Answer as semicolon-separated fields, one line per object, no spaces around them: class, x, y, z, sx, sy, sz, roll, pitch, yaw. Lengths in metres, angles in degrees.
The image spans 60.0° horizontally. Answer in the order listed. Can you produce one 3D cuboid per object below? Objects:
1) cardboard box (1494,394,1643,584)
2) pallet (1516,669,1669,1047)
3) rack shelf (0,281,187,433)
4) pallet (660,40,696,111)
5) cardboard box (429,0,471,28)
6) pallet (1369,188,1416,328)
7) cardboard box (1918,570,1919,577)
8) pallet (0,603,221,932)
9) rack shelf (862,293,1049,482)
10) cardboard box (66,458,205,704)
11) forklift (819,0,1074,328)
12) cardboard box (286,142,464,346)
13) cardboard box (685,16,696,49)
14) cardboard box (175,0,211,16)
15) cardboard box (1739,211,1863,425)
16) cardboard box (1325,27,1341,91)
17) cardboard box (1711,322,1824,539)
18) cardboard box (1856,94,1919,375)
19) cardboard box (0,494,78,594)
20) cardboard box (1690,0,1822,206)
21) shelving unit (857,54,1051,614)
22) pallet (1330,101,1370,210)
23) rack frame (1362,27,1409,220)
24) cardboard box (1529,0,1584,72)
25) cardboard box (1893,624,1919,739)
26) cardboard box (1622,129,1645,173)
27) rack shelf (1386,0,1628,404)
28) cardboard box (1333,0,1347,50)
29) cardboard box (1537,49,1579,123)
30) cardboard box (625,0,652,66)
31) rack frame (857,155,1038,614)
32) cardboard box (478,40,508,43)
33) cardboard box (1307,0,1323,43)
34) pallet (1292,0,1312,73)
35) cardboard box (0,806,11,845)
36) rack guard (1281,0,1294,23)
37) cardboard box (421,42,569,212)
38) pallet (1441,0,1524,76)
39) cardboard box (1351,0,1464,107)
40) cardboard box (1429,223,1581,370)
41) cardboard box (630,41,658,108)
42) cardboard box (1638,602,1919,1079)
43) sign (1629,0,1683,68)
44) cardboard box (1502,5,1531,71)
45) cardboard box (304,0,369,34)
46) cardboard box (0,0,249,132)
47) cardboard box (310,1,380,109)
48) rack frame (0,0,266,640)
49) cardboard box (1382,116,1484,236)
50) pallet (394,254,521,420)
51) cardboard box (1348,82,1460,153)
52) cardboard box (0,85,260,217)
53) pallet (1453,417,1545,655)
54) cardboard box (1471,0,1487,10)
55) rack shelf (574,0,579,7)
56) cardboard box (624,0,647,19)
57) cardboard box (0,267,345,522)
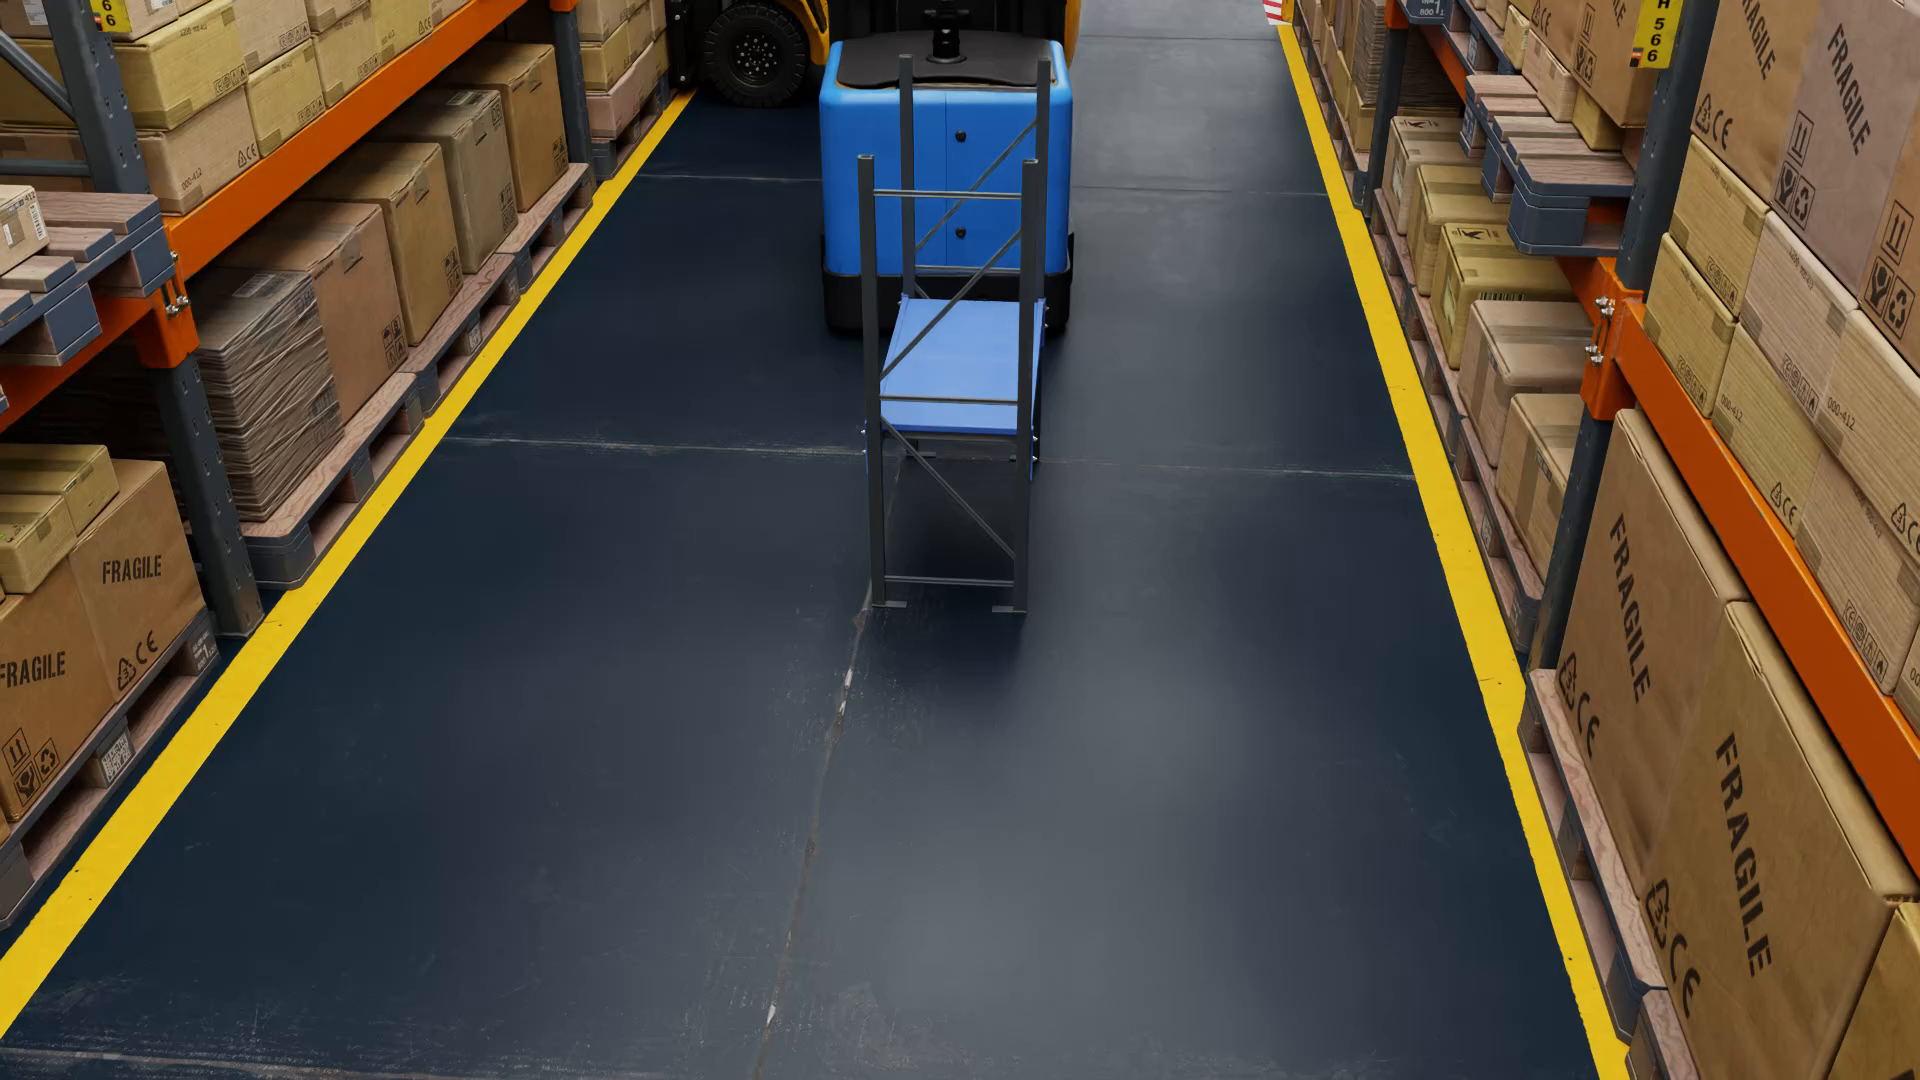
cardboard box;2.269;-0.161;5.256;0.950;0.372;0.625;0;32;1
pallet;2.074;0.791;4.266;1.003;0.211;1.213;2;32;4
rack shelf;-2.897;0.337;3.031;1.077;0.370;4.000;2;32;4
pallet;-2.205;-2.974;10.374;1.003;0.211;1.213;2;32;4
cardboard box;-2.295;-2.247;6.680;0.500;0.250;0.500;3;32;4
pallet;2.477;-1.303;7.663;1.003;0.211;1.213;2;32;4
cardboard box;1.776;0.095;2.403;0.500;0.250;0.500;3;32;5
pallet;-2.833;0.560;4.640;1.003;0.211;1.213;2;32;4
rack shelf;0.007;-0.530;5.523;0.538;0.185;1.000;2;32;4
cardboard box;-2.554;0.100;4.711;0.500;0.500;0.500;3;32;5
forklift;-0.062;-2.882;7.633;1.130;2.935;3.031;0;32;0
cardboard box;-2.570;-1.203;6.706;0.875;0.625;0.625;1;32;2
cardboard box;-1.926;-3.154;10.230;0.500;0.250;0.500;3;32;6
cardboard box;-2.394;-1.628;4.819;0.380;0.149;0.250;3;32;5
cardboard box;1.883;-0.430;3.255;0.500;0.250;0.500;3;32;5
cardboard box;2.399;-2.770;9.607;0.500;0.250;0.500;3;32;5
cardboard box;1.899;-0.227;3.403;0.500;0.250;0.500;2;32;3
cardboard box;1.841;-0.497;2.648;0.500;0.500;0.500;3;32;5
cardboard box;-2.513;0.007;4.244;0.380;0.149;0.250;1;32;1
cardboard box;1.930;-1.026;3.508;0.500;0.500;0.500;1;32;2
shelving unit;0.007;-0.683;5.429;0.538;1.500;1.048;2;32;4
pallet;2.559;-2.063;8.896;1.003;0.211;1.213;2;32;4
rack frame;2.539;-2.897;7.592;1.000;3.000;0.127;2;32;4
cardboard box;2.005;-1.674;4.828;0.500;0.500;0.500;2;32;3
cardboard box;1.813;0.305;2.539;0.500;0.250;0.500;2;32;4
cardboard box;2.006;-1.059;4.448;0.380;0.149;0.250;4;32;6
rack shelf;2.376;-1.545;6.084;1.077;0.370;4.000;2;32;4
cardboard box;2.400;-3.078;9.392;0.500;0.500;0.500;4;32;7
cardboard box;1.931;-1.336;4.897;0.380;0.149;0.250;2;32;4
cardboard box;-2.022;-2.831;9.229;0.500;0.250;0.500;2;32;4
rack frame;-0.034;-0.417;4.998;0.500;1.500;0.032;2;32;4
cardboard box;-2.573;-2.592;8.840;0.500;0.250;0.500;2;32;3
cardboard box;2.474;-3.320;10.499;0.500;0.250;0.500;4;32;6
pallet;2.757;-3.339;10.966;1.003;0.211;1.213;2;32;4
cardboard box;-2.645;0.635;3.843;0.500;0.500;0.500;4;32;6
rack guard;2.859;-3.885;11.577;1.175;0.500;0.348;2;32;4
cardboard box;-2.440;-2.002;8.002;0.875;0.625;0.625;4;32;6
pallet;2.334;-1.761;5.931;1.003;0.211;1.213;2;32;4
cardboard box;2.320;-2.545;8.527;0.500;0.500;0.500;2;32;3
cardboard box;2.389;-0.943;6.526;0.950;0.372;0.625;3;32;6
cardboard box;-2.013;-2.620;9.363;0.500;0.250;0.500;2;32;3
cardboard box;1.998;0.744;3.308;0.875;0.875;0.875;3;32;5
sign;1.672;-1.283;3.945;0.100;0.325;0.005;2;32;4
cardboard box;1.968;-1.612;5.345;0.380;0.149;0.250;3;32;5
cardboard box;-2.352;-1.921;5.674;0.500;0.250;0.500;2;32;3
cardboard box;-2.430;-1.385;4.805;0.500;0.250;0.500;2;32;4
cardboard box;-2.374;-1.706;5.802;0.500;0.250;0.500;1;32;2
rack frame;-2.734;-1.016;4.539;1.000;3.000;0.127;2;32;4
cardboard box;2.499;-1.683;7.726;0.950;0.372;0.625;3;32;5
pallet;-2.526;-0.893;6.999;1.003;0.211;1.213;2;32;4
cardboard box;2.319;-2.226;8.723;0.500;0.250;0.500;4;32;6
cardboard box;-2.454;-1.173;4.938;0.500;0.250;0.500;3;32;4
pallet;2.279;-0.027;5.592;1.003;0.211;1.213;2;32;4
cardboard box;2.045;-2.013;5.997;0.380;0.149;0.250;4;32;6
rack shelf;-2.246;-3.847;9.819;1.077;0.370;4.000;2;32;4
cardboard box;-2.005;-3.048;9.104;0.500;0.250;0.500;3;32;4
cardboard box;-2.670;-0.509;5.580;0.875;0.625;0.625;3;32;6
